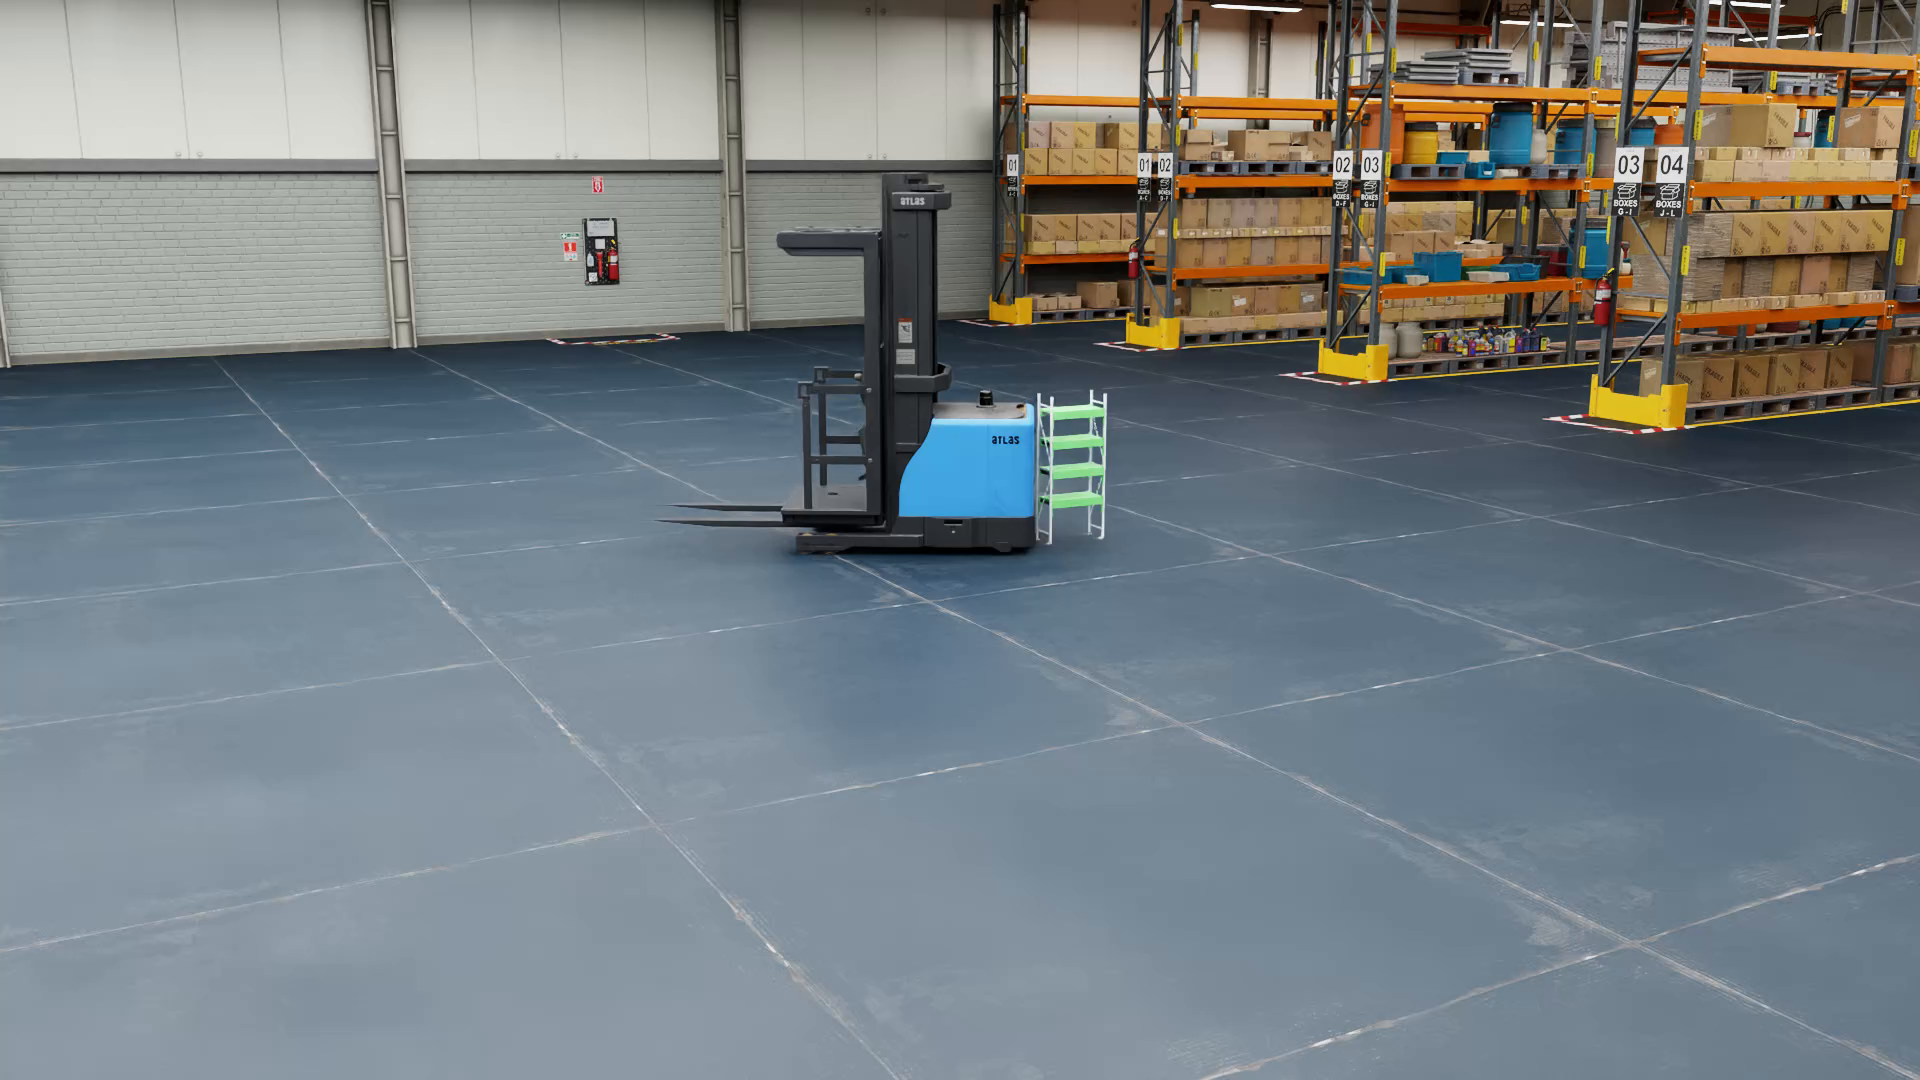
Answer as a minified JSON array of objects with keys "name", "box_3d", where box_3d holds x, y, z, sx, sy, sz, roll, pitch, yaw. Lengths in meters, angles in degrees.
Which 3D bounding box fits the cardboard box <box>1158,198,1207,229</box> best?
[{"name":"cardboard box","box_3d":[3.764,-5.530,28.169,0.500,0.500,0.700,-7,14,-28]}]

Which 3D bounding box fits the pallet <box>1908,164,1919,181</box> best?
[{"name":"pallet","box_3d":[12.149,-4.724,21.364,1.003,0.211,1.213,-7,14,-28]}]

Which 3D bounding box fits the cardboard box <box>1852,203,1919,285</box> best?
[{"name":"cardboard box","box_3d":[12.321,-3.862,21.615,1.000,1.000,1.000,-7,14,-27]}]

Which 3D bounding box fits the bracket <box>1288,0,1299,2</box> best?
[{"name":"bracket","box_3d":[6.926,-11.280,35.039,0.430,0.232,0.235,-7,14,-28]}]

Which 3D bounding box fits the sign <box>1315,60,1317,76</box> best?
[{"name":"sign","box_3d":[7.678,-10.159,35.765,0.005,0.325,0.100,-7,14,-28]}]

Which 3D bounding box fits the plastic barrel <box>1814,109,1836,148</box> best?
[{"name":"plastic barrel","box_3d":[14.780,-6.808,28.097,0.708,0.901,0.600,-7,14,-28]}]

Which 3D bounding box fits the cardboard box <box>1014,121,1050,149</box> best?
[{"name":"cardboard box","box_3d":[1.380,-7.754,31.850,0.500,0.500,0.500,-8,15,-32]}]

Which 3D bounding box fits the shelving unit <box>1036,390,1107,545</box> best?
[{"name":"shelving unit","box_3d":[0.902,-0.592,13.507,0.503,1.200,0.258,-6,14,-25]}]

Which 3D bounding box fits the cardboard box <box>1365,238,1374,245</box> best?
[{"name":"cardboard box","box_3d":[8.846,-6.506,36.213,0.250,0.149,0.380,-6,14,-26]}]

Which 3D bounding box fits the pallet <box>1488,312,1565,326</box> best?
[{"name":"pallet","box_3d":[10.997,-4.349,32.453,1.213,0.211,1.003,-7,14,-28]}]

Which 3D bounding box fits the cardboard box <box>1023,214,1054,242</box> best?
[{"name":"cardboard box","box_3d":[1.488,-6.045,32.228,0.500,0.500,0.500,-7,14,-28]}]

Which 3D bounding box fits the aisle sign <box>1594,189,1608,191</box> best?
[{"name":"aisle sign","box_3d":[15.176,-8.652,39.301,0.004,0.787,0.394,-7,14,-28]}]

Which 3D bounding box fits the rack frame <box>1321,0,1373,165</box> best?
[{"name":"rack frame","box_3d":[6.813,-8.144,29.301,0.127,3.000,1.000,-7,14,-28]}]

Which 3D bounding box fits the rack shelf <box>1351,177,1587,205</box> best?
[{"name":"rack shelf","box_3d":[7.428,-5.164,24.531,4.000,0.370,1.077,-7,14,-28]}]

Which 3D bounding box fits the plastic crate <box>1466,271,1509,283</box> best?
[{"name":"plastic crate","box_3d":[7.879,-3.914,24.770,0.437,0.136,0.530,-7,14,-28]}]

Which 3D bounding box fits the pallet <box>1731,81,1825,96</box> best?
[{"name":"pallet","box_3d":[13.342,-7.393,27.303,1.003,0.211,1.213,-7,14,-28]}]

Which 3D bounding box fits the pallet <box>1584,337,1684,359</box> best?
[{"name":"pallet","box_3d":[10.926,-3.121,26.997,1.213,0.211,1.003,-7,14,-28]}]

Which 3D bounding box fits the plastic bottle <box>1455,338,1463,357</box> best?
[{"name":"plastic bottle","box_3d":[7.413,-2.856,24.679,0.097,0.271,0.097,0,13,0]}]

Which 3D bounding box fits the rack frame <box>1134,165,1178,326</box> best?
[{"name":"rack frame","box_3d":[3.302,-4.796,28.090,0.127,3.000,1.000,-7,14,-28]}]

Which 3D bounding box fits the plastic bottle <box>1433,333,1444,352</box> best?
[{"name":"plastic bottle","box_3d":[7.308,-3.026,25.426,0.135,0.276,0.152,-7,14,-27]}]

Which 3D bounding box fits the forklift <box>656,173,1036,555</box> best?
[{"name":"forklift","box_3d":[-0.906,-1.430,13.286,3.031,2.935,1.130,1,13,2]}]

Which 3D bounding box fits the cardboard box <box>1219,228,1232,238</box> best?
[{"name":"cardboard box","box_3d":[4.422,-5.242,28.364,0.250,0.149,0.380,-7,14,-29]}]

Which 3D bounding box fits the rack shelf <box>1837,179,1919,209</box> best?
[{"name":"rack shelf","box_3d":[13.312,-4.631,22.160,4.000,0.370,1.077,-7,14,-28]}]

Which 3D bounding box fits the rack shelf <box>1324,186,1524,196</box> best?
[{"name":"rack shelf","box_3d":[8.568,-6.540,30.644,4.000,0.370,1.077,-7,14,-28]}]

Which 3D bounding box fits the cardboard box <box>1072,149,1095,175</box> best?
[{"name":"cardboard box","box_3d":[2.281,-7.365,32.397,0.500,0.500,0.500,-6,14,-25]}]

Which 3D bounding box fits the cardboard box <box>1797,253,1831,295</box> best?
[{"name":"cardboard box","box_3d":[10.285,-3.348,20.751,0.500,0.500,0.875,-7,14,-28]}]

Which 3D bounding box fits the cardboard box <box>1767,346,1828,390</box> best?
[{"name":"cardboard box","box_3d":[10.687,-2.197,21.277,0.500,0.500,0.500,-2,13,-10]}]

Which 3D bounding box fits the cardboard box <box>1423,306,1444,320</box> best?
[{"name":"cardboard box","box_3d":[8.635,-4.237,30.911,0.500,0.250,0.500,-7,14,-27]}]

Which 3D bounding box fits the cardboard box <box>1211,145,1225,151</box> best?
[{"name":"cardboard box","box_3d":[4.186,-6.632,28.480,0.500,0.250,0.500,-7,14,-28]}]

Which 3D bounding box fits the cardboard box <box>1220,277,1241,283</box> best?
[{"name":"cardboard box","box_3d":[5.504,-5.311,35.069,0.500,0.500,0.700,-7,15,-29]}]

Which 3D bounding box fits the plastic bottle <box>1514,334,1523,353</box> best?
[{"name":"plastic bottle","box_3d":[8.464,-2.983,25.217,0.133,0.283,0.061,-6,14,-24]}]

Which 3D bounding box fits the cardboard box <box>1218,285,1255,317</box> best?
[{"name":"cardboard box","box_3d":[4.750,-4.147,28.804,0.500,0.500,0.500,-7,14,-28]}]

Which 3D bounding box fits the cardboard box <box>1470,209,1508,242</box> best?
[{"name":"cardboard box","box_3d":[11.942,-7.213,38.146,0.700,0.700,0.980,-7,14,-27]}]

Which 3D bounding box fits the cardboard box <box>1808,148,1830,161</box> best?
[{"name":"cardboard box","box_3d":[10.255,-4.663,20.099,0.250,0.149,0.380,-6,14,-25]}]

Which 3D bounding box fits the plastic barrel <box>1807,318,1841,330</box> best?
[{"name":"plastic barrel","box_3d":[15.098,-4.157,29.070,0.708,0.901,0.600,-7,14,-28]}]

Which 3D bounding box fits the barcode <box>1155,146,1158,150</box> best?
[{"name":"barcode","box_3d":[3.336,-6.668,28.251,0.075,0.075,0.001,-7,14,-28]}]

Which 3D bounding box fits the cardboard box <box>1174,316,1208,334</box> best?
[{"name":"cardboard box","box_3d":[3.879,-3.673,28.406,0.500,0.250,0.500,-7,14,-28]}]

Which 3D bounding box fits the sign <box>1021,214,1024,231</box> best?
[{"name":"sign","box_3d":[1.185,-6.069,31.771,0.005,0.325,0.100,-7,14,-28]}]

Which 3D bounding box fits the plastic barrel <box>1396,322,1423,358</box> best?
[{"name":"plastic barrel","box_3d":[6.653,-2.969,24.681,0.421,0.512,0.421,0,13,0]}]

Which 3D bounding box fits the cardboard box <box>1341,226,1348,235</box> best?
[{"name":"cardboard box","box_3d":[6.677,-5.513,29.567,0.250,0.149,0.380,-7,14,-28]}]

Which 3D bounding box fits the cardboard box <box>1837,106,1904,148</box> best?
[{"name":"cardboard box","box_3d":[11.283,-5.112,20.619,0.500,0.500,0.500,-7,15,-30]}]

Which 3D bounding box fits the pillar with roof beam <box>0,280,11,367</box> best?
[{"name":"pillar with roof beam","box_3d":[-12.611,-6.195,20.639,0.400,9.000,9.100,-7,14,-28]}]

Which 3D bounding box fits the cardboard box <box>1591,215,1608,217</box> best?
[{"name":"cardboard box","box_3d":[12.739,-6.221,33.237,0.500,0.500,0.700,-4,13,-19]}]

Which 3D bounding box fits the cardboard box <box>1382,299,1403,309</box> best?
[{"name":"cardboard box","box_3d":[7.737,-4.401,30.364,0.500,0.311,0.500,-7,14,-29]}]

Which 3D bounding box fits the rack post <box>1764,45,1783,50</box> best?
[{"name":"rack post","box_3d":[13.331,-7.962,27.319,0.986,0.289,0.624,-7,14,-28]}]

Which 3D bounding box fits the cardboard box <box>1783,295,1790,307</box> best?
[{"name":"cardboard box","box_3d":[9.929,-2.939,20.411,0.250,0.149,0.380,-7,14,-28]}]

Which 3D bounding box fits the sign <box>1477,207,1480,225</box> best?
[{"name":"sign","box_3d":[10.056,-6.268,32.172,0.005,0.325,0.100,-7,14,-28]}]

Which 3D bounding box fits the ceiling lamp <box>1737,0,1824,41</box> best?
[{"name":"ceiling lamp","box_3d":[18.535,-13.004,37.602,0.800,3.185,2.000,-7,14,-28]}]

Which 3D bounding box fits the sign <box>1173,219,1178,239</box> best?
[{"name":"sign","box_3d":[3.563,-5.150,27.508,0.005,0.325,0.100,-7,14,-28]}]

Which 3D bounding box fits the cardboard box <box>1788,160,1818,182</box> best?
[{"name":"cardboard box","box_3d":[9.933,-4.441,20.019,0.500,0.250,0.500,-6,14,-26]}]

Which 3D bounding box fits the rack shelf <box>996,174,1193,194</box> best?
[{"name":"rack shelf","box_3d":[2.681,-7.074,33.015,4.000,0.370,1.077,-7,14,-28]}]

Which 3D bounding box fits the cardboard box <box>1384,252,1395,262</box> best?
[{"name":"cardboard box","box_3d":[7.689,-5.149,30.227,0.250,0.149,0.380,-7,14,-28]}]

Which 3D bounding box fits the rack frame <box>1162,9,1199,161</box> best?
[{"name":"rack frame","box_3d":[4.436,-9.098,33.541,0.127,3.000,1.000,-7,14,-28]}]
